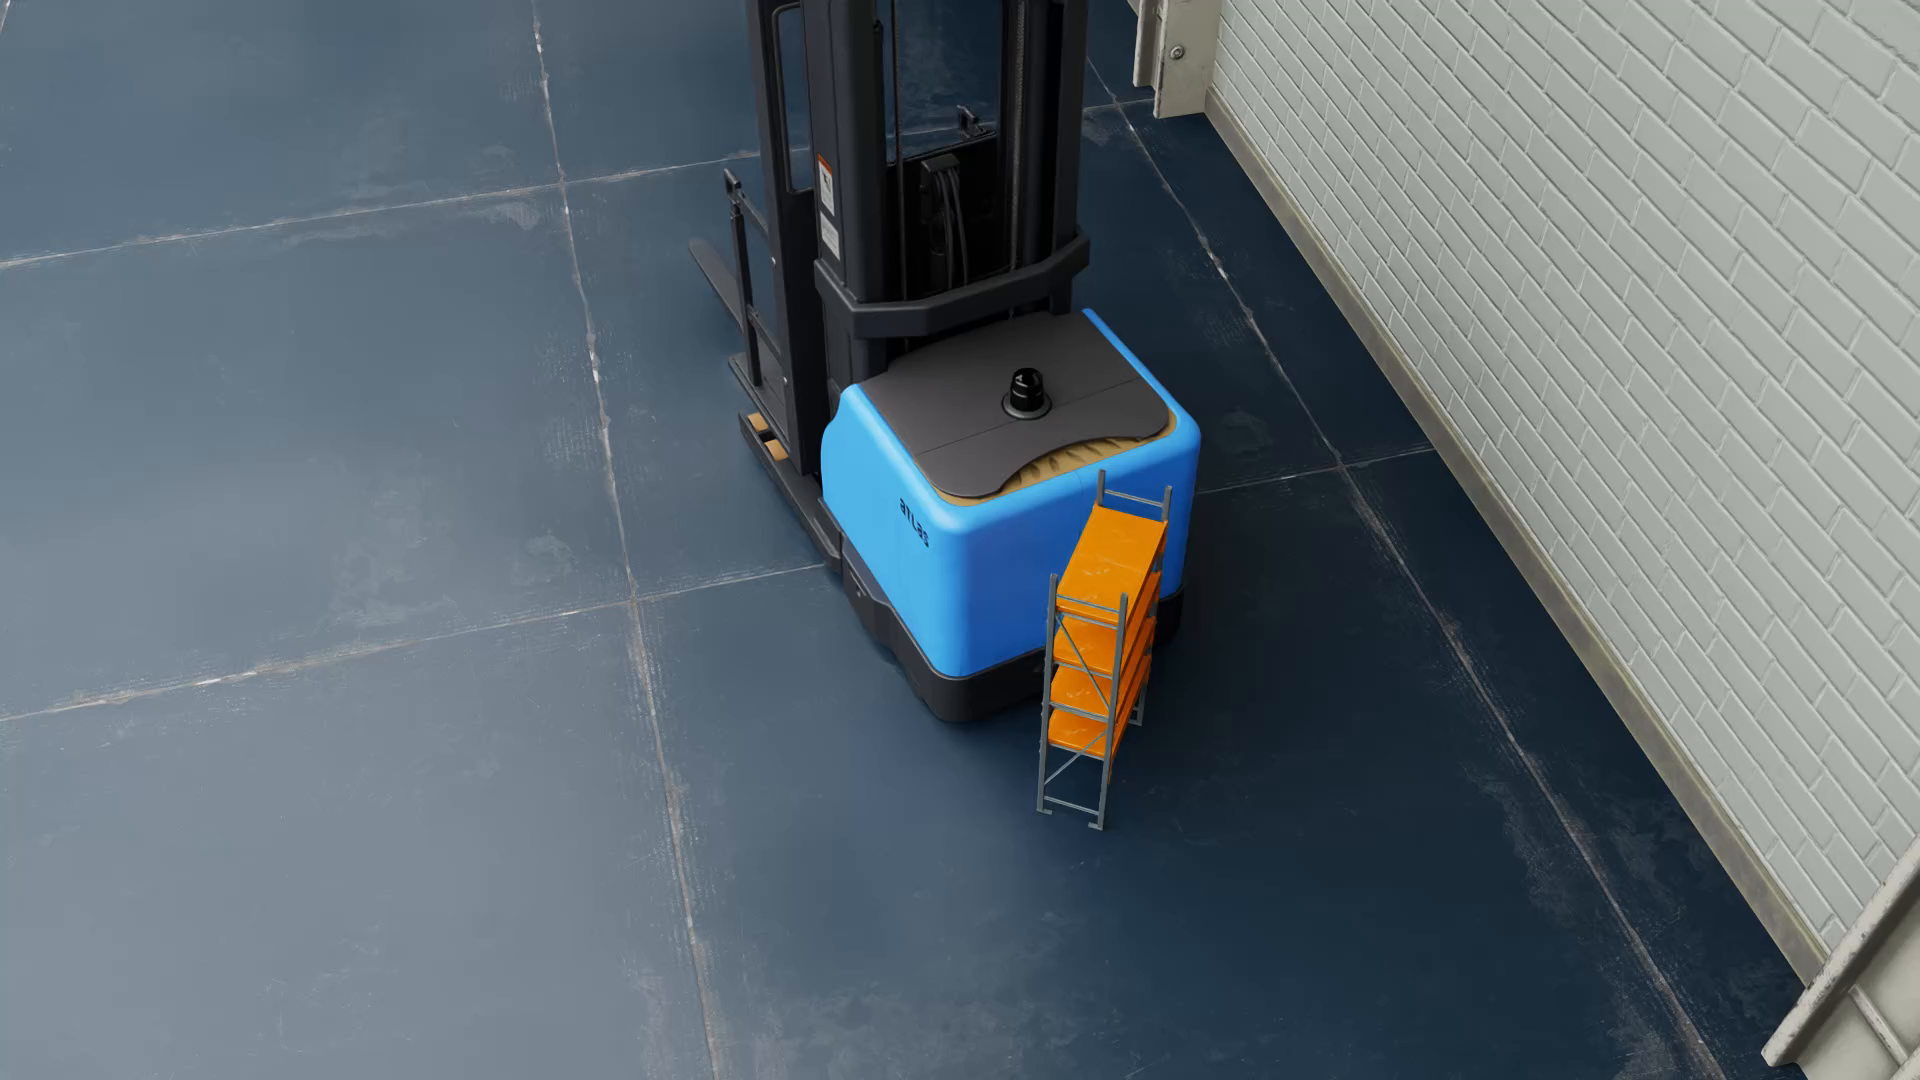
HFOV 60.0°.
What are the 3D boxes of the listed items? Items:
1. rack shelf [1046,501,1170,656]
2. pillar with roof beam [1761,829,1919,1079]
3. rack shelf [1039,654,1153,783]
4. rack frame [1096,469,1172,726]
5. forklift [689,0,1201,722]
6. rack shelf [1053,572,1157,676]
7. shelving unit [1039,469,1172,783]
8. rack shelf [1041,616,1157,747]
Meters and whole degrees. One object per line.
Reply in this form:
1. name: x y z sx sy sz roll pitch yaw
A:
1. rack shelf: 0.469 0.115 5.247 0.258 0.148 0.480 15 47 14
2. pillar with roof beam: -1.467 -0.660 1.096 9.100 9.000 0.400 -11 47 -10
3. rack shelf: 0.469 0.576 5.717 0.258 0.148 0.480 15 47 14
4. rack frame: 0.554 0.227 5.688 0.240 1.200 0.015 15 47 14
5. forklift: -0.285 -1.423 6.092 1.130 2.935 3.031 -20 49 -19
6. rack shelf: 0.469 0.243 5.378 0.221 0.021 0.457 15 47 14
7. shelving unit: 0.471 0.386 5.531 0.258 1.200 0.492 15 47 14
8. rack shelf: 0.469 0.437 5.576 0.258 0.148 0.480 15 47 14
